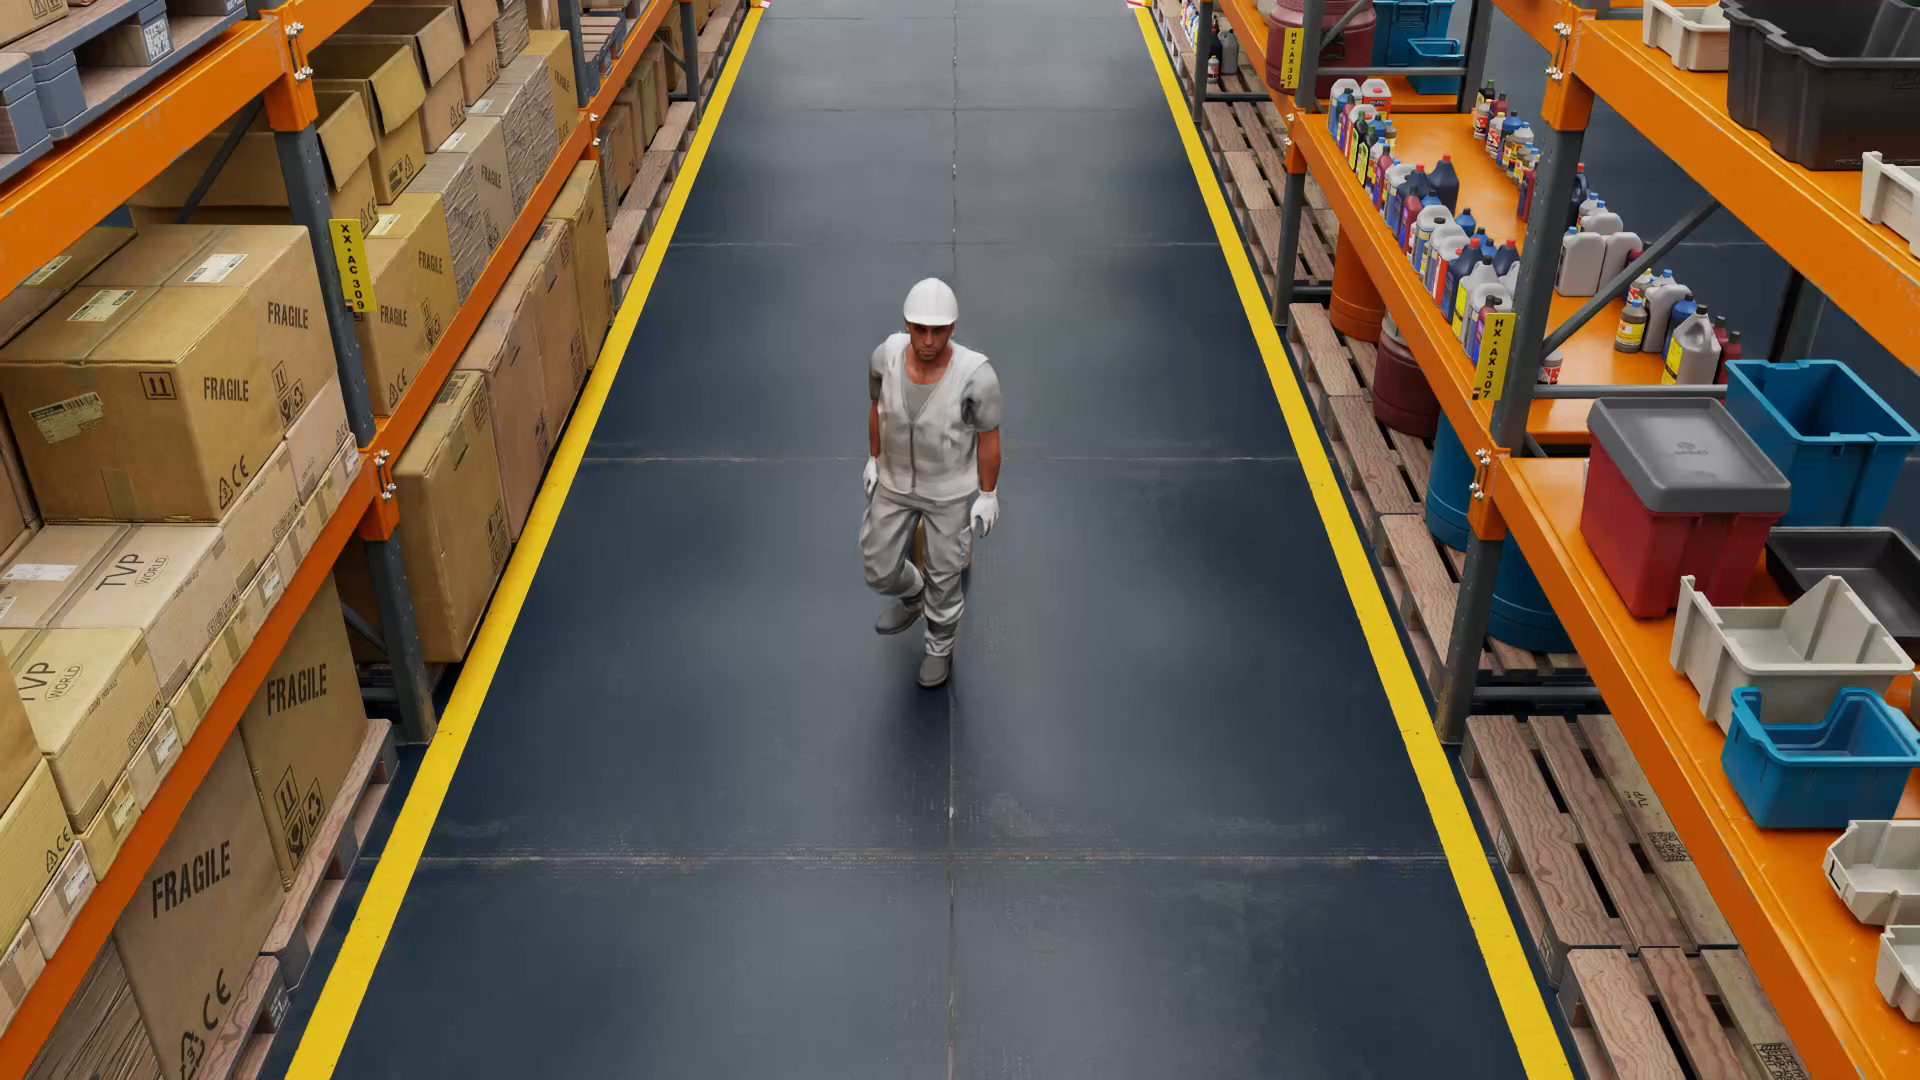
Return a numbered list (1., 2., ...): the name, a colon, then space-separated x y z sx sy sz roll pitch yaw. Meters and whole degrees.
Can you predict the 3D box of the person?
1. person: -0.115 -0.222 6.459 0.587 1.779 0.537 10 33 16
